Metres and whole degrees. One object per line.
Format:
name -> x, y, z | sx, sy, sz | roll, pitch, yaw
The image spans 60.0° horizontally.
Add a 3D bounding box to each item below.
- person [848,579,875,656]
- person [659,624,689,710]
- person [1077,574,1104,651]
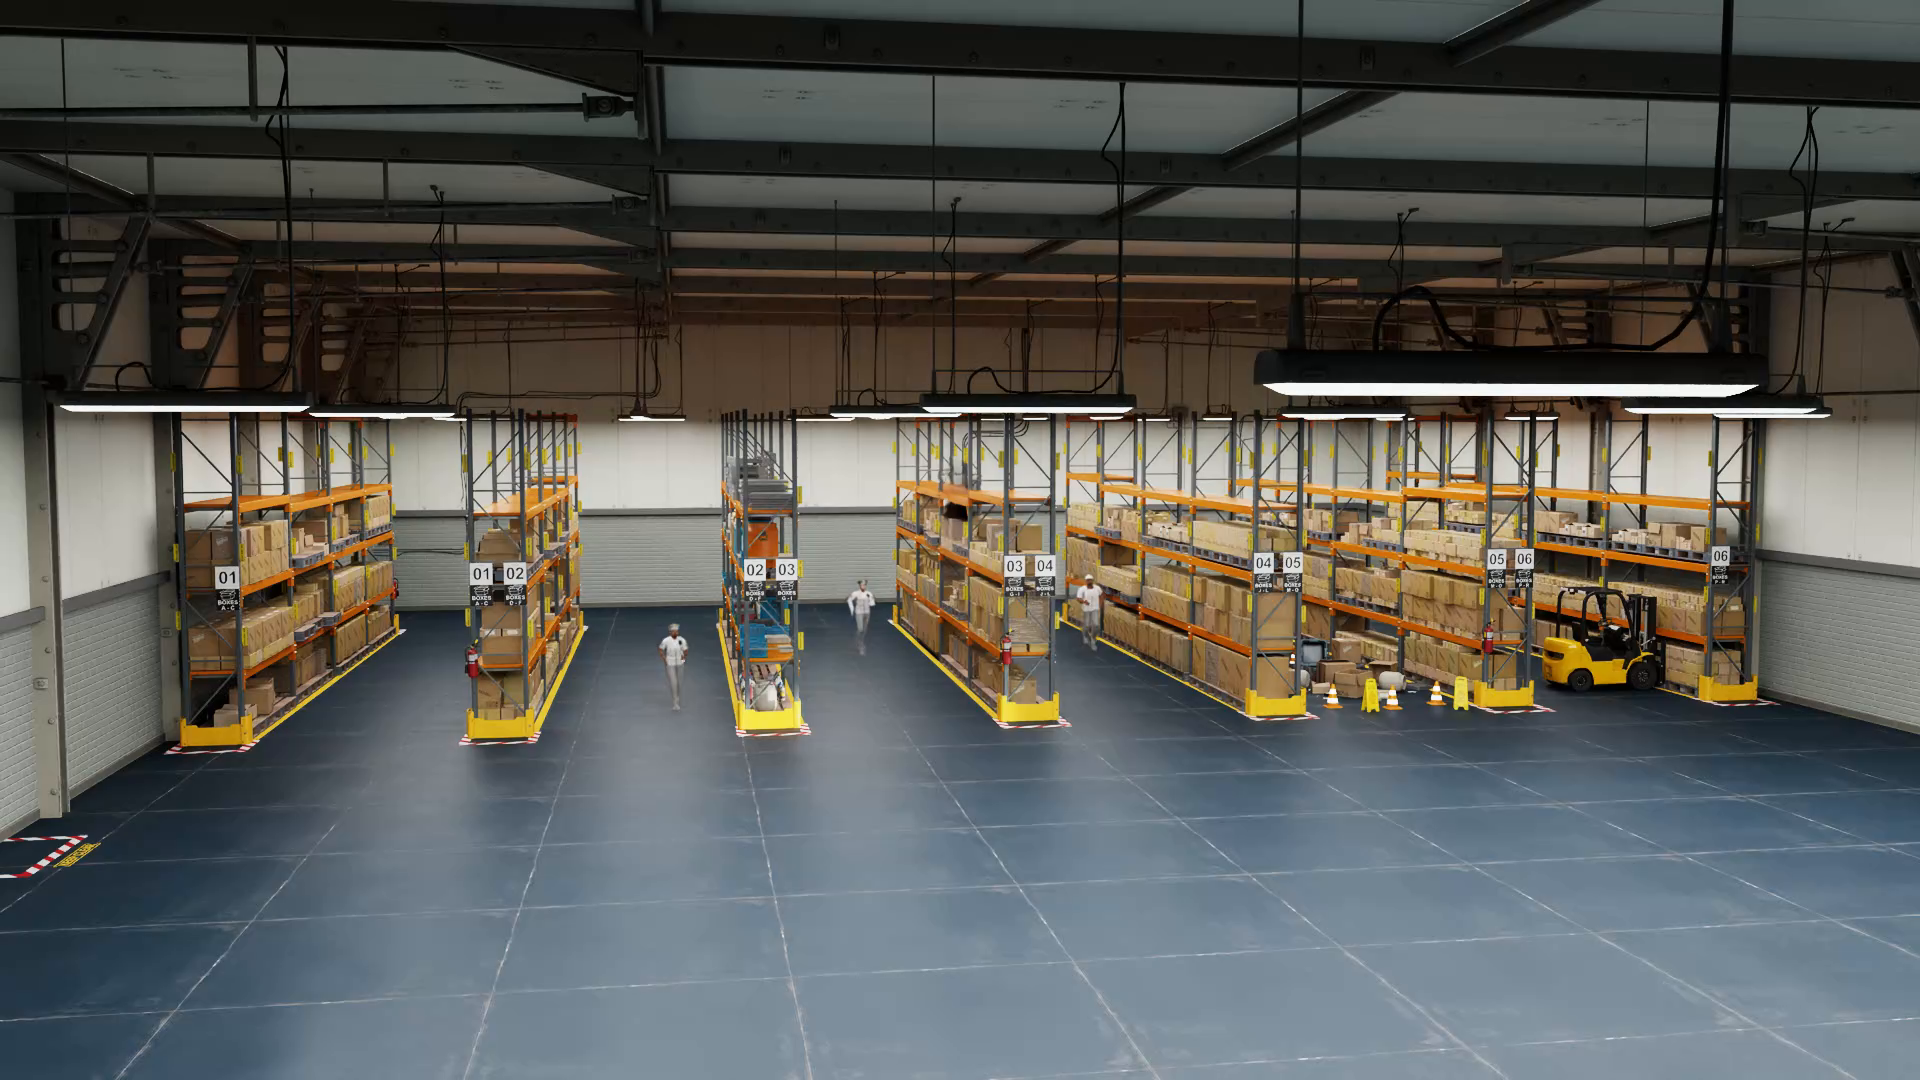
person -> -2.330, 1.837, 39.838 | 0.578, 1.803, 0.717 | -2, 4, -23
person -> -5.755, 2.523, 33.522 | 0.590, 1.690, 0.846 | -1, 4, -21
person -> 3.213, 1.770, 40.783 | 0.707, 1.859, 0.733 | 0, 4, -5
